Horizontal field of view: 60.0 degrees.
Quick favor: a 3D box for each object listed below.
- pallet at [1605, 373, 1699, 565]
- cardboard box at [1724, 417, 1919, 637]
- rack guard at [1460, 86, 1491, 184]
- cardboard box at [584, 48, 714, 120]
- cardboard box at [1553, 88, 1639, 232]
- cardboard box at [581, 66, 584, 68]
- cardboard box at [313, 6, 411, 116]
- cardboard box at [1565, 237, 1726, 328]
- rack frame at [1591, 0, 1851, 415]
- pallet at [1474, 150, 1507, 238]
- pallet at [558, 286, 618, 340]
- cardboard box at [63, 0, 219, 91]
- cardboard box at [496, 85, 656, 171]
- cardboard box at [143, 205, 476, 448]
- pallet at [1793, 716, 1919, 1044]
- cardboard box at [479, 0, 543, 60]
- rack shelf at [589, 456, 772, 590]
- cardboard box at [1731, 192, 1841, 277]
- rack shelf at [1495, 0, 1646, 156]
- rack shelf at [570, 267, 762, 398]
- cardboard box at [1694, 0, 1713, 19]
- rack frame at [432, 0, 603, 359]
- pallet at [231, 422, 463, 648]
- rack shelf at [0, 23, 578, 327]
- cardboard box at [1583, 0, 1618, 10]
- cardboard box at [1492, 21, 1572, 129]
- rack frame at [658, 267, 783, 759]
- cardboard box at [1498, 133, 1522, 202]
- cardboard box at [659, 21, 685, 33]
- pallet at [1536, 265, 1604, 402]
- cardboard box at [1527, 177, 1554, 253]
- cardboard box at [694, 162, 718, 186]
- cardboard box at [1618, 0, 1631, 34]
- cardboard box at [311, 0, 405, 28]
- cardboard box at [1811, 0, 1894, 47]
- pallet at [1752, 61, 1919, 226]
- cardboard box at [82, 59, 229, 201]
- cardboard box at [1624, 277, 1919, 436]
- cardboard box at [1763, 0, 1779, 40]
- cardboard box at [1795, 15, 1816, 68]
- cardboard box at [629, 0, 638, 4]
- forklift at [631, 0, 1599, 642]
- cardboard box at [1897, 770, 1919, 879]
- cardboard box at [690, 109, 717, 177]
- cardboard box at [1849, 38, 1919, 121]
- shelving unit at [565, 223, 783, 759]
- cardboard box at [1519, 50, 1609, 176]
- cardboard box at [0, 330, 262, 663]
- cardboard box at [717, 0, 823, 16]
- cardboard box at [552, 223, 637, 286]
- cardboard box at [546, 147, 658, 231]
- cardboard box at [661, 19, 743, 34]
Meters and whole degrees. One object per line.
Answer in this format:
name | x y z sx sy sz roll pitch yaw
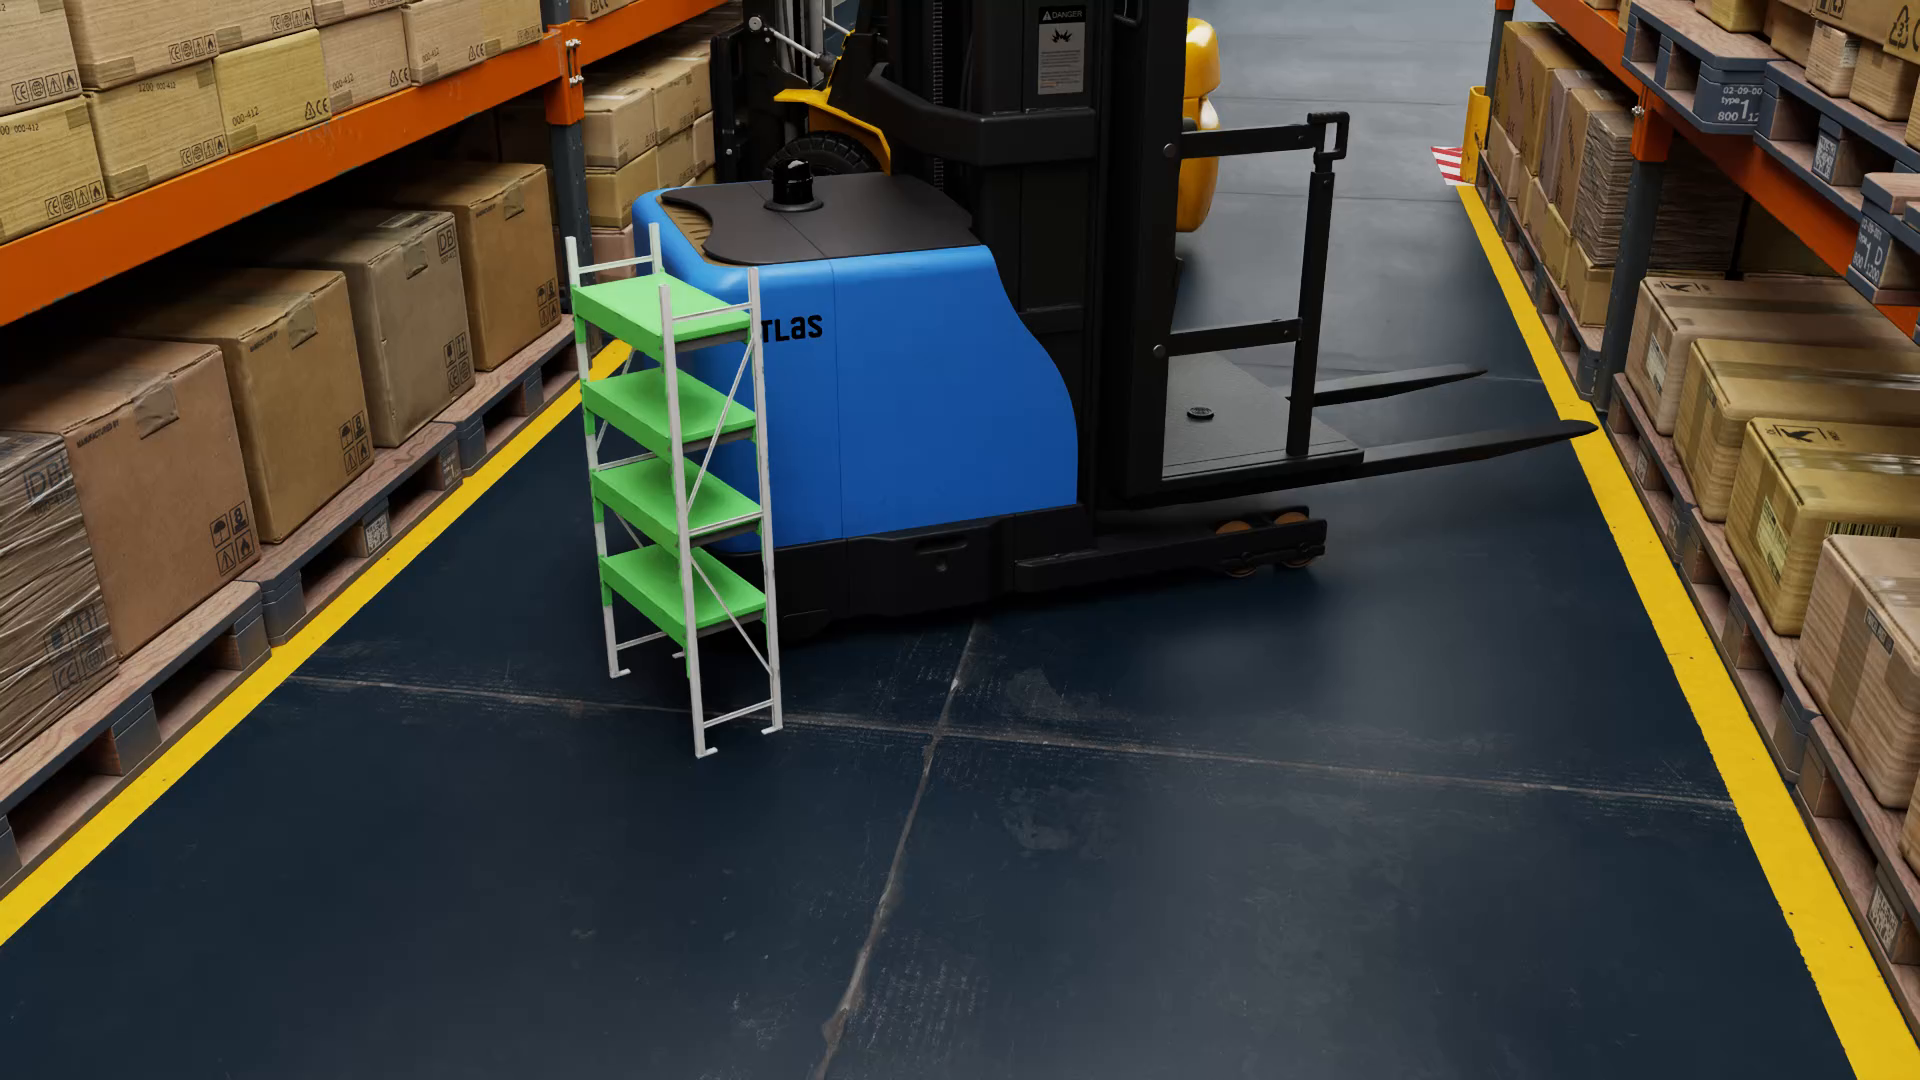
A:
pallet | 2.776 -0.233 5.499 1.003 0.211 1.213 4 25 9
cardboard box | 2.592 -0.011 4.339 0.950 0.372 0.625 5 26 10
rack guard | 3.543 -2.331 9.640 1.175 0.500 0.348 4 25 9
cardboard box | -1.444 -2.165 7.905 0.500 0.250 0.500 5 26 10
cardboard box | 2.815 -1.585 6.962 0.500 0.500 0.500 4 25 9
cardboard box | -1.943 -2.205 7.991 0.500 0.250 0.500 4 25 9
cardboard box | -2.009 -1.451 4.989 0.500 0.250 0.500 4 25 9
cardboard box | 2.733 -1.033 6.666 0.500 0.250 0.500 5 26 11
rack frame | 2.901 -1.822 5.604 1.000 3.000 0.127 4 25 9
pallet | 3.375 -1.863 8.981 1.003 0.211 1.213 4 25 9
pallet | -1.825 -1.231 7.631 1.003 0.211 1.213 4 25 9
cardboard box | -2.150 -1.245 3.960 0.500 0.250 0.500 3 25 7
cardboard box | -1.608 -1.743 7.003 0.500 0.250 0.500 4 25 8
cardboard box | -2.205 -0.736 5.590 0.875 0.625 0.625 4 25 8
pallet | 2.377 0.787 3.319 1.003 0.211 1.213 4 25 9
cardboard box | -1.821 -1.867 5.878 0.500 0.250 0.500 5 25 10
rack shelf | -0.695 -0.062 4.118 0.258 0.148 0.480 -17 30 -32
cardboard box | 3.264 -1.334 6.426 0.500 0.500 0.500 5 26 11
rack shelf | 3.228 -2.333 7.544 1.077 0.370 4.000 4 25 9
rack shelf | -0.695 -0.497 3.915 0.258 0.148 0.480 -17 30 -32
cardboard box | 2.499 -1.689 5.121 0.380 0.149 0.250 4 25 9
rack frame | -1.996 -2.164 6.335 1.000 3.000 0.127 4 25 9
pallet | -2.275 -0.079 5.169 1.003 0.211 1.213 4 25 9
rack shelf | -2.323 -1.002 4.701 1.077 0.370 4.000 4 25 9
cardboard box | 2.816 -2.289 6.898 0.380 0.149 0.250 4 25 8
cardboard box | 3.147 -2.451 8.812 0.500 0.500 0.500 3 25 7
rack frame | -0.552 -0.036 3.912 0.240 1.200 0.015 -17 30 -32
cardboard box | 3.060 -1.909 8.537 0.500 0.250 0.500 5 26 10
cardboard box | -1.778 -2.629 8.898 0.500 0.250 0.500 4 25 8
pallet | 2.976 -0.842 6.800 1.003 0.211 1.213 4 25 9
cardboard box | 2.898 -1.468 7.597 0.500 0.250 0.500 4 25 9
cardboard box | -1.454 -1.718 8.130 0.500 0.250 0.500 4 25 9
cardboard box | 2.687 -1.968 6.213 0.380 0.149 0.250 5 25 10
cardboard box | -1.991 -1.671 4.868 0.500 0.250 0.500 5 25 10
cardboard box | 2.293 -1.385 3.706 0.500 0.500 0.500 3 25 6
pallet | 2.531 -0.893 3.845 1.003 0.211 1.213 4 25 9
cardboard box | -2.172 -1.018 4.063 0.500 0.250 0.500 3 25 7
cardboard box | 2.818 -0.602 5.603 0.950 0.372 0.625 4 25 9
cardboard box | 2.479 -1.461 4.635 0.380 0.149 0.250 6 26 12
cardboard box | 2.353 -1.253 4.190 0.380 0.149 0.250 4 25 9
cardboard box | -1.597 -2.596 7.140 0.500 0.500 0.500 4 25 9
forklift | 0.587 -1.416 4.818 3.031 2.935 1.130 -9 26 -18
cardboard box | 2.350 0.615 3.001 0.950 0.372 0.625 2 25 5
cardboard box | -1.439 -1.937 8.008 0.500 0.250 0.500 4 25 8
cardboard box | 2.244 -1.032 3.718 0.380 0.149 0.250 3 25 7
shelving unit | -0.695 -0.120 4.091 0.258 1.200 0.503 -17 30 -32
cardboard box | 2.976 -2.023 7.897 0.500 0.500 0.500 5 25 10
cardboard box | -2.436 -0.140 4.316 0.875 0.625 0.625 5 26 10
cardboard box | -1.110 -3.021 9.734 0.500 0.250 0.500 5 26 10
cardboard box | -1.591 -1.288 7.212 0.500 0.250 0.500 4 25 9
cardboard box | -1.613 -1.516 7.110 0.500 0.250 0.500 4 25 8
cardboard box | -1.260 -2.595 8.824 0.500 0.250 0.500 4 25 9
